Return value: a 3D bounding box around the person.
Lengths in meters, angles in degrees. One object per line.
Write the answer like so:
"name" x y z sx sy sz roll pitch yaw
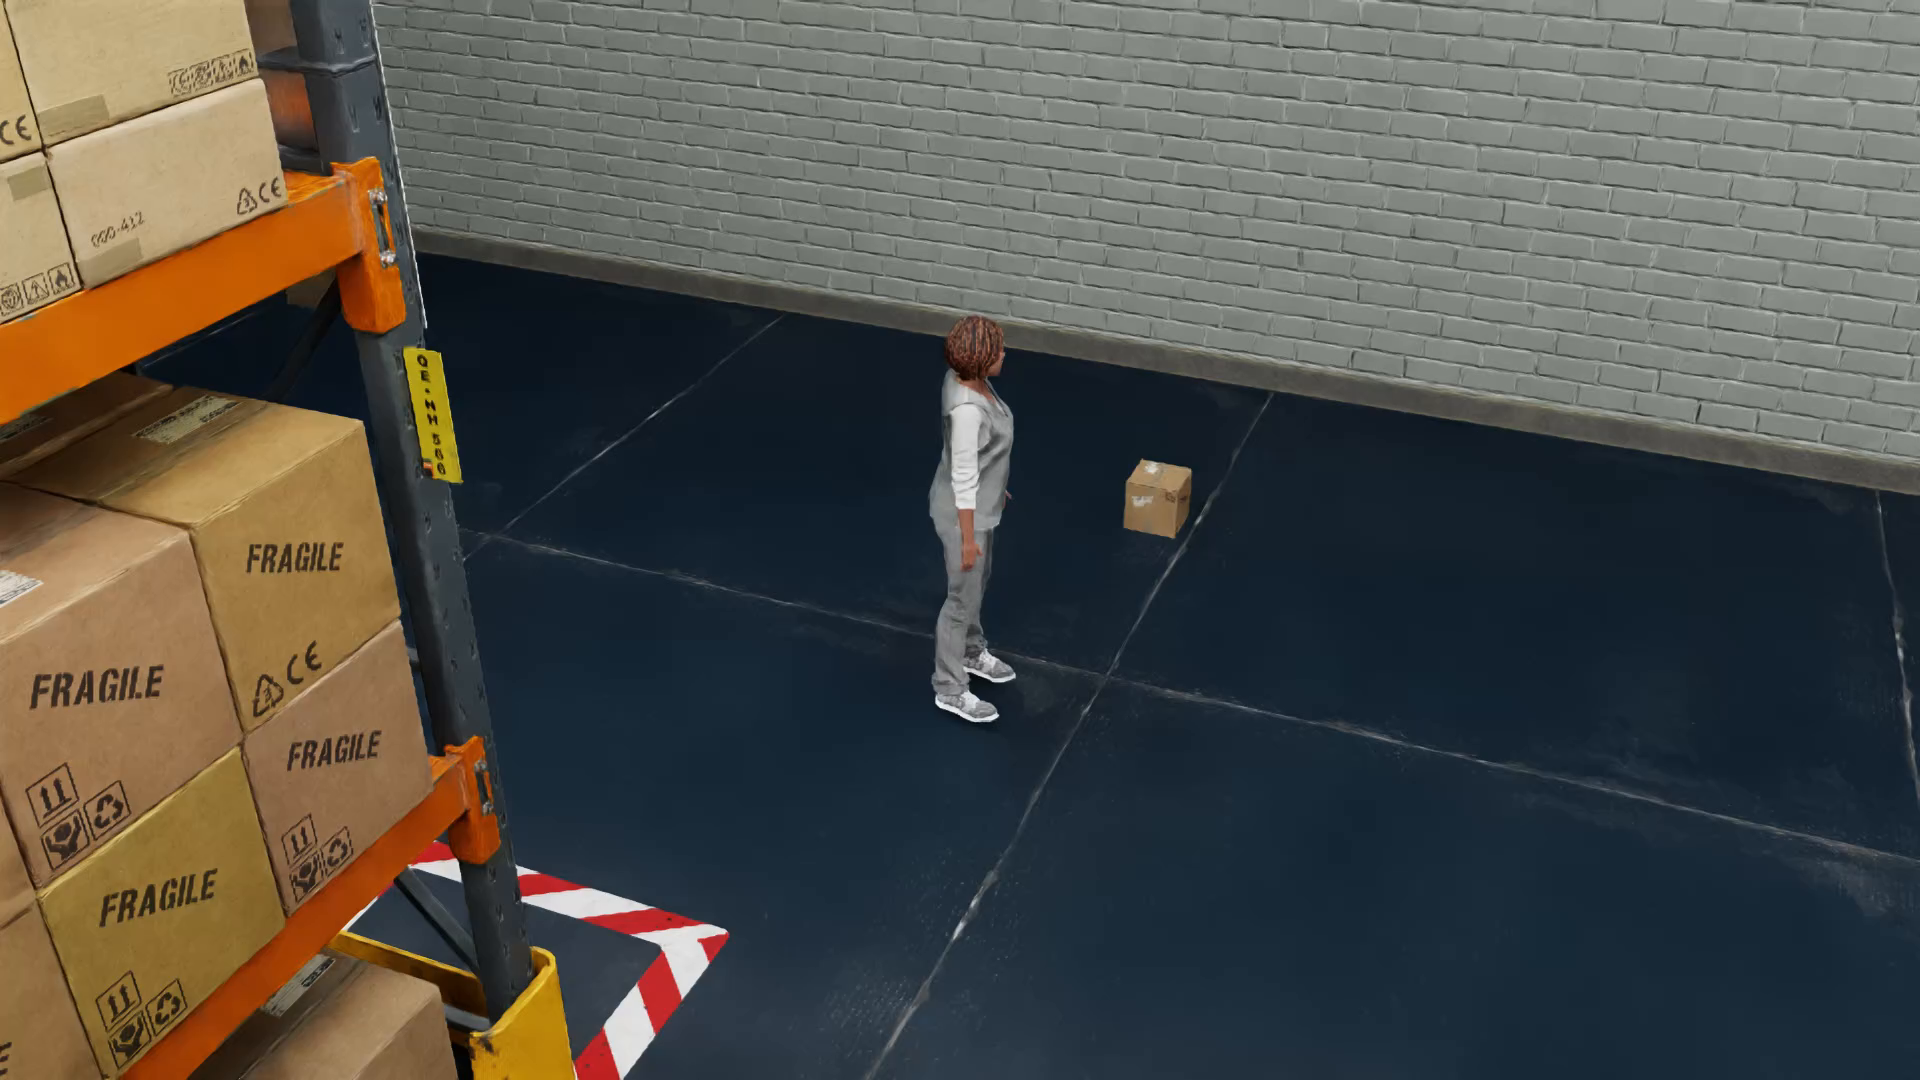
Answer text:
"person" 0.049 -0.094 6.253 0.341 1.605 0.471 2 30 3
